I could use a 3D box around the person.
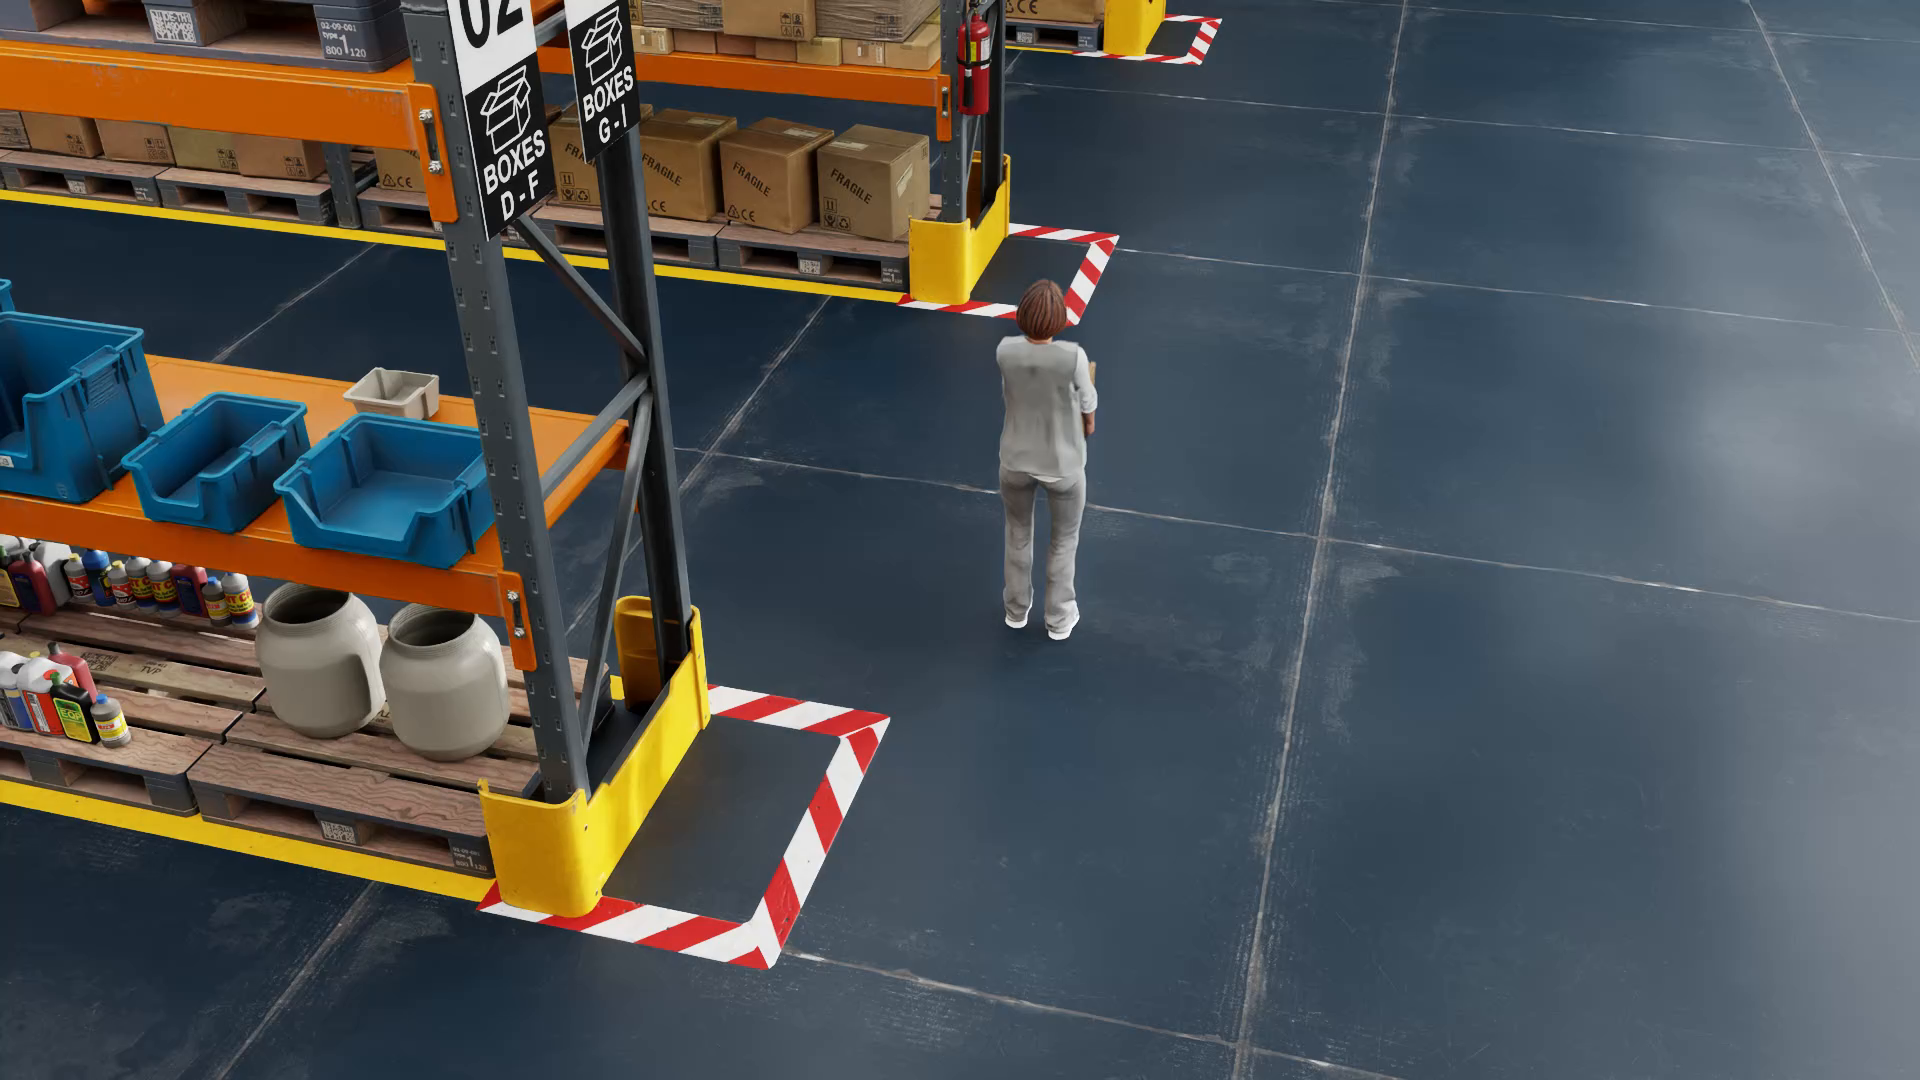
[{"bbox_3d":[0.346,-0.350,6.686,0.385,1.598,0.498,8,34,12],"label":"person"}]
